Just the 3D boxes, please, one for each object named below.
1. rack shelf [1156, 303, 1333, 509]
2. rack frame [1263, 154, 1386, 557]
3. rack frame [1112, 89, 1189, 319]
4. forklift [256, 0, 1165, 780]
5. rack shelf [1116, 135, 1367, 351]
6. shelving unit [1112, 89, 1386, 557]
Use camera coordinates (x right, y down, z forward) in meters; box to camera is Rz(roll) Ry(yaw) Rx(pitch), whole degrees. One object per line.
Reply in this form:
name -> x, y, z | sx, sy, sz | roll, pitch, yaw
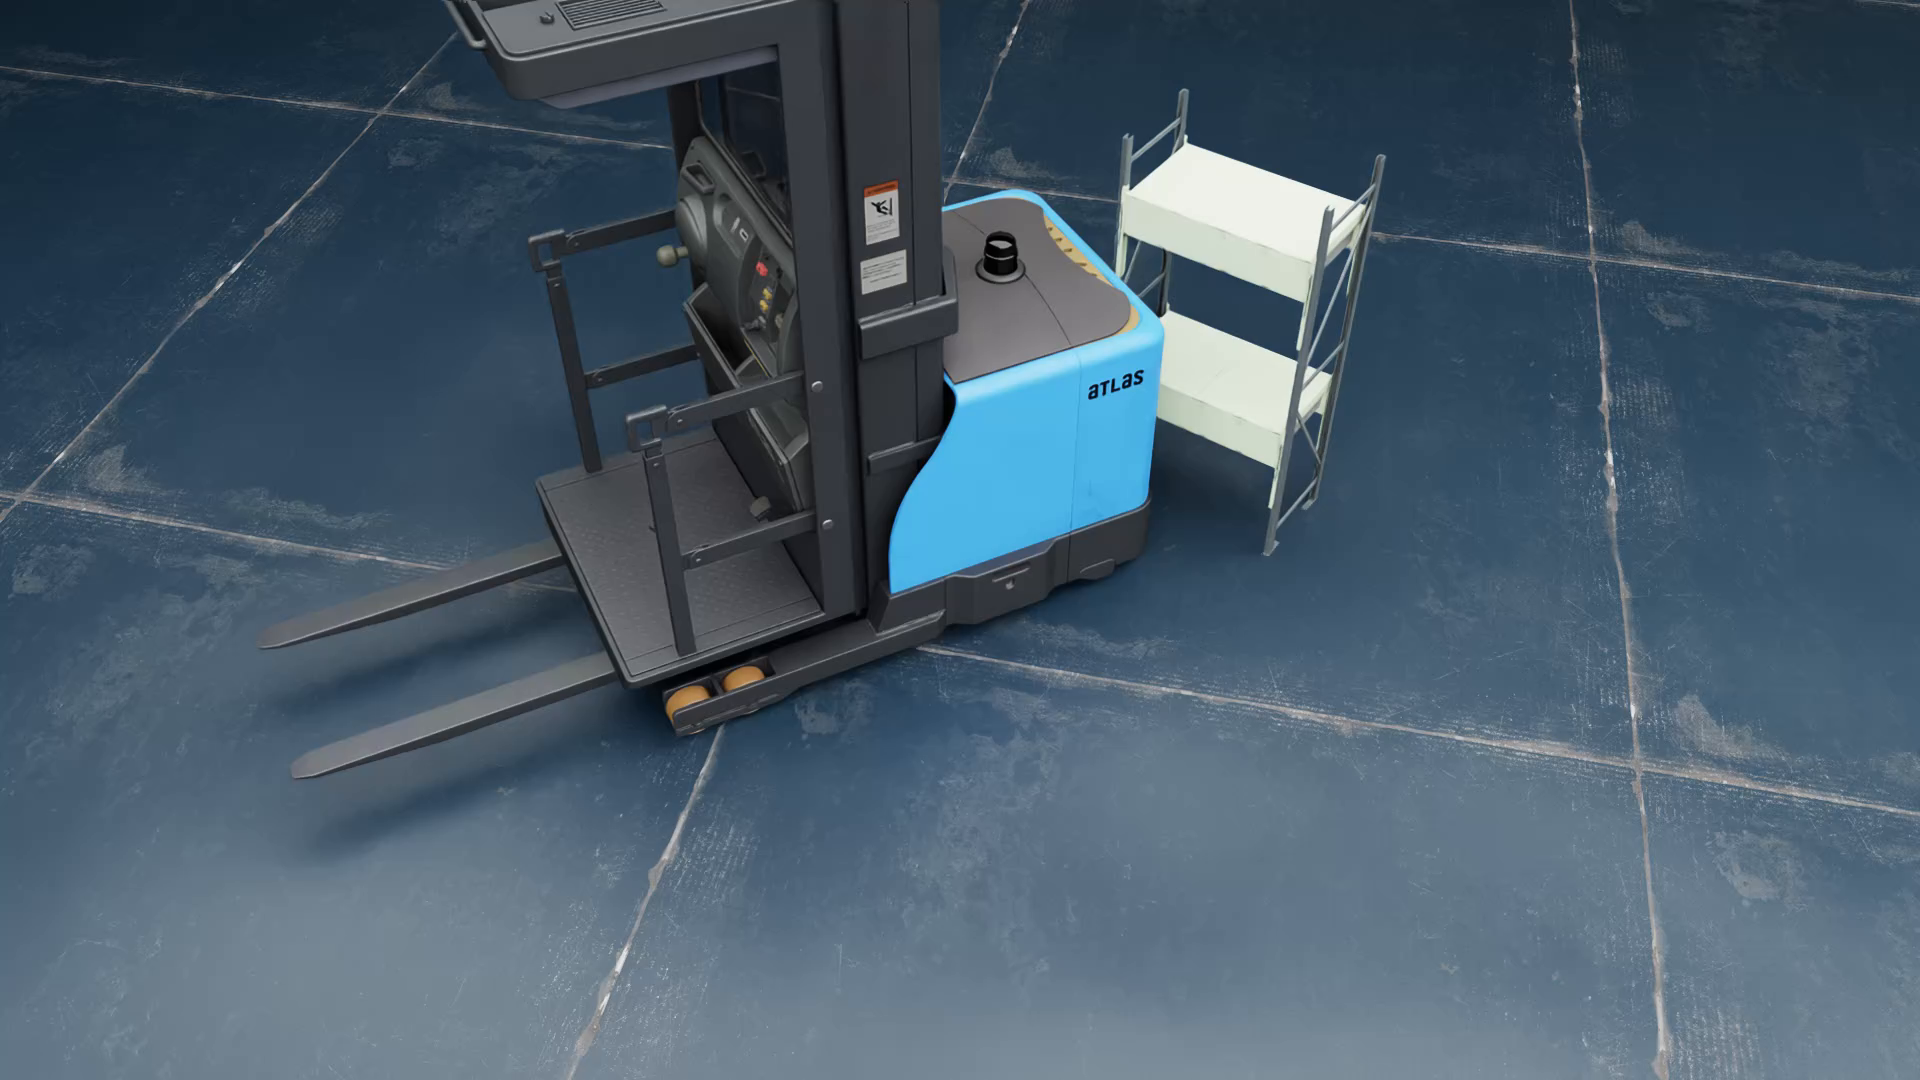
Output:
rack shelf -> 0.956, -0.506, 6.164 | 0.720, 0.370, 0.431 | 26, 50, 25
rack frame -> 1.253, -0.593, 5.784 | 0.023, 1.500, 0.400 | 26, 50, 25
rack frame -> 0.659, -0.889, 6.092 | 0.023, 1.500, 0.400 | 26, 50, 25
forklift -> -0.864, -0.827, 4.996 | 3.031, 2.935, 1.130 | -19, 47, -19
rack shelf -> 0.956, -1.022, 5.668 | 0.720, 0.370, 0.431 | 26, 50, 25
shelving unit -> 0.956, -0.741, 5.938 | 0.755, 1.500, 0.431 | 26, 50, 25
